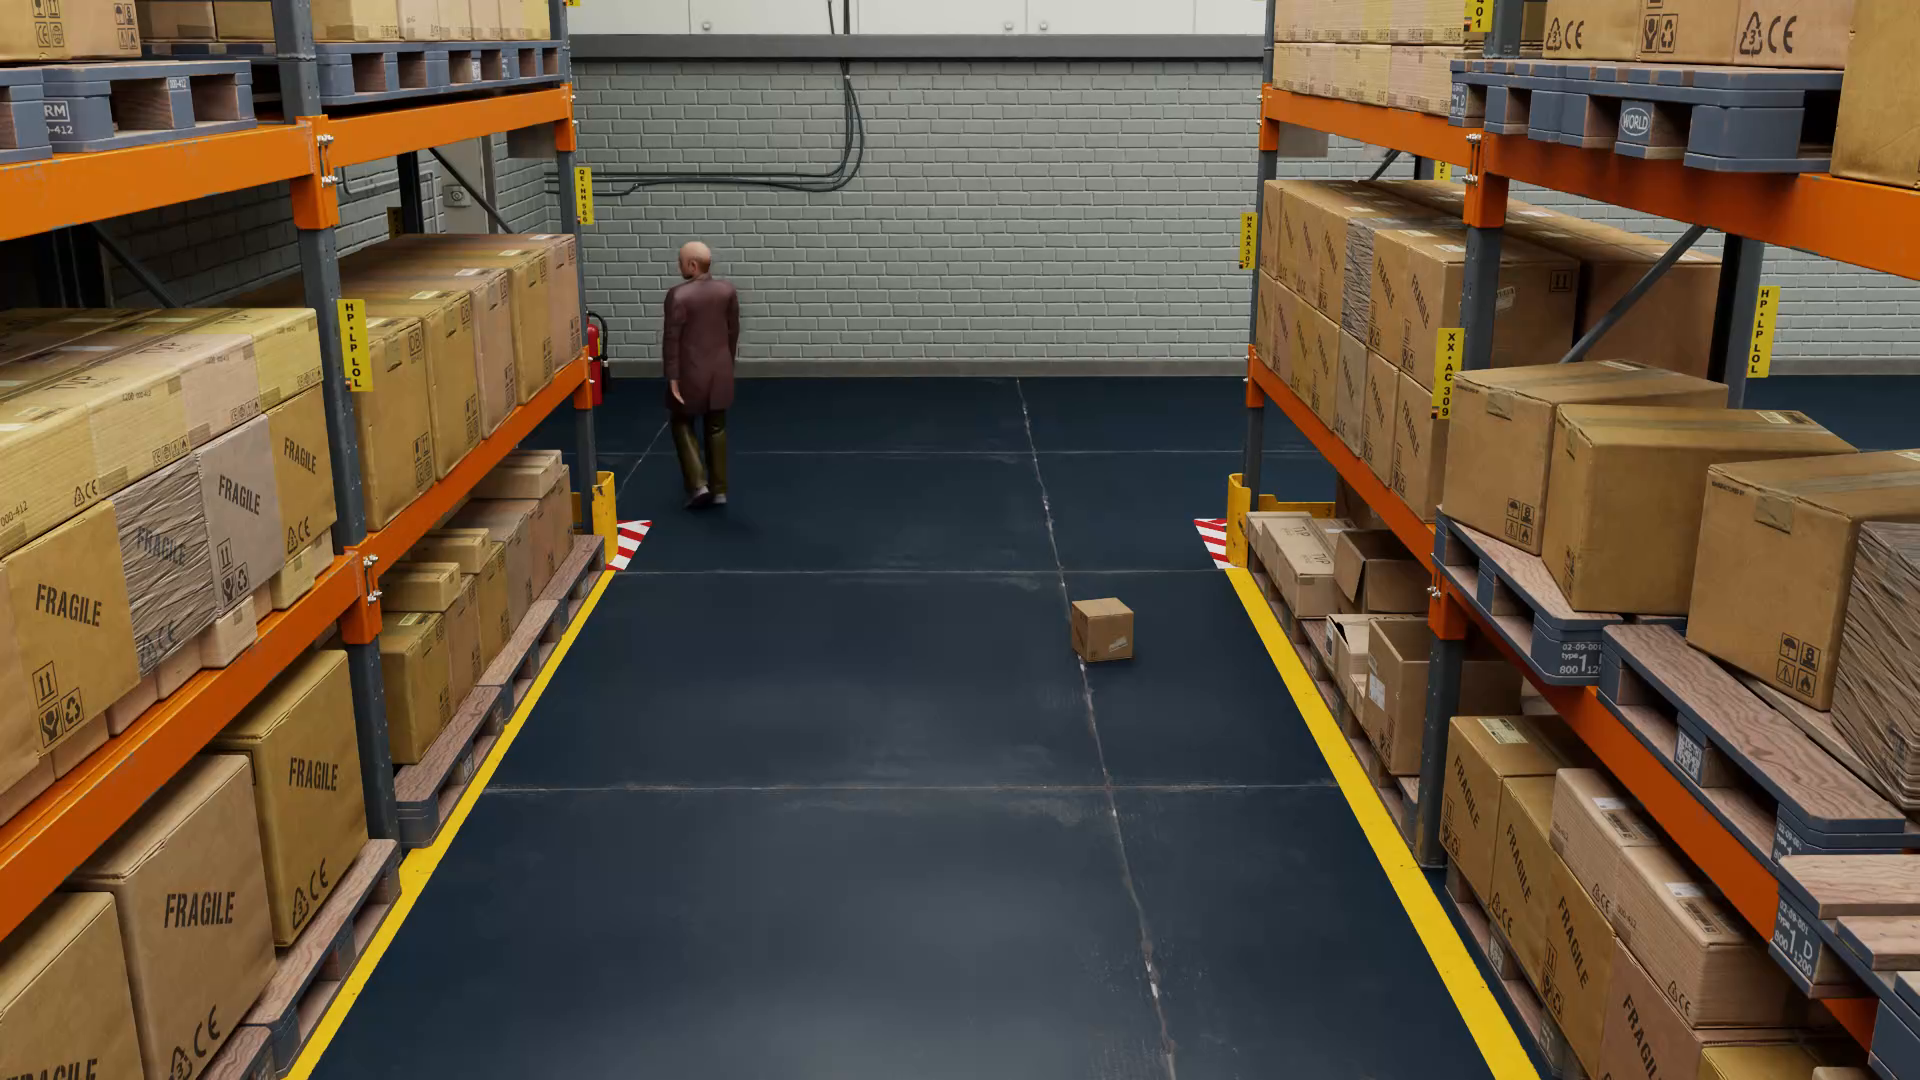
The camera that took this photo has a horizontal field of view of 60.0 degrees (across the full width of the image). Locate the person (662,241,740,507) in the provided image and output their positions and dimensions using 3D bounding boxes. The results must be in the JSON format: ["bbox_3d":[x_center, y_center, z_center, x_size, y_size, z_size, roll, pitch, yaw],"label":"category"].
[{"bbox_3d":[-1.754,-1.080,11.146,0.592,1.845,0.432,-11,20,-32],"label":"person"}]
